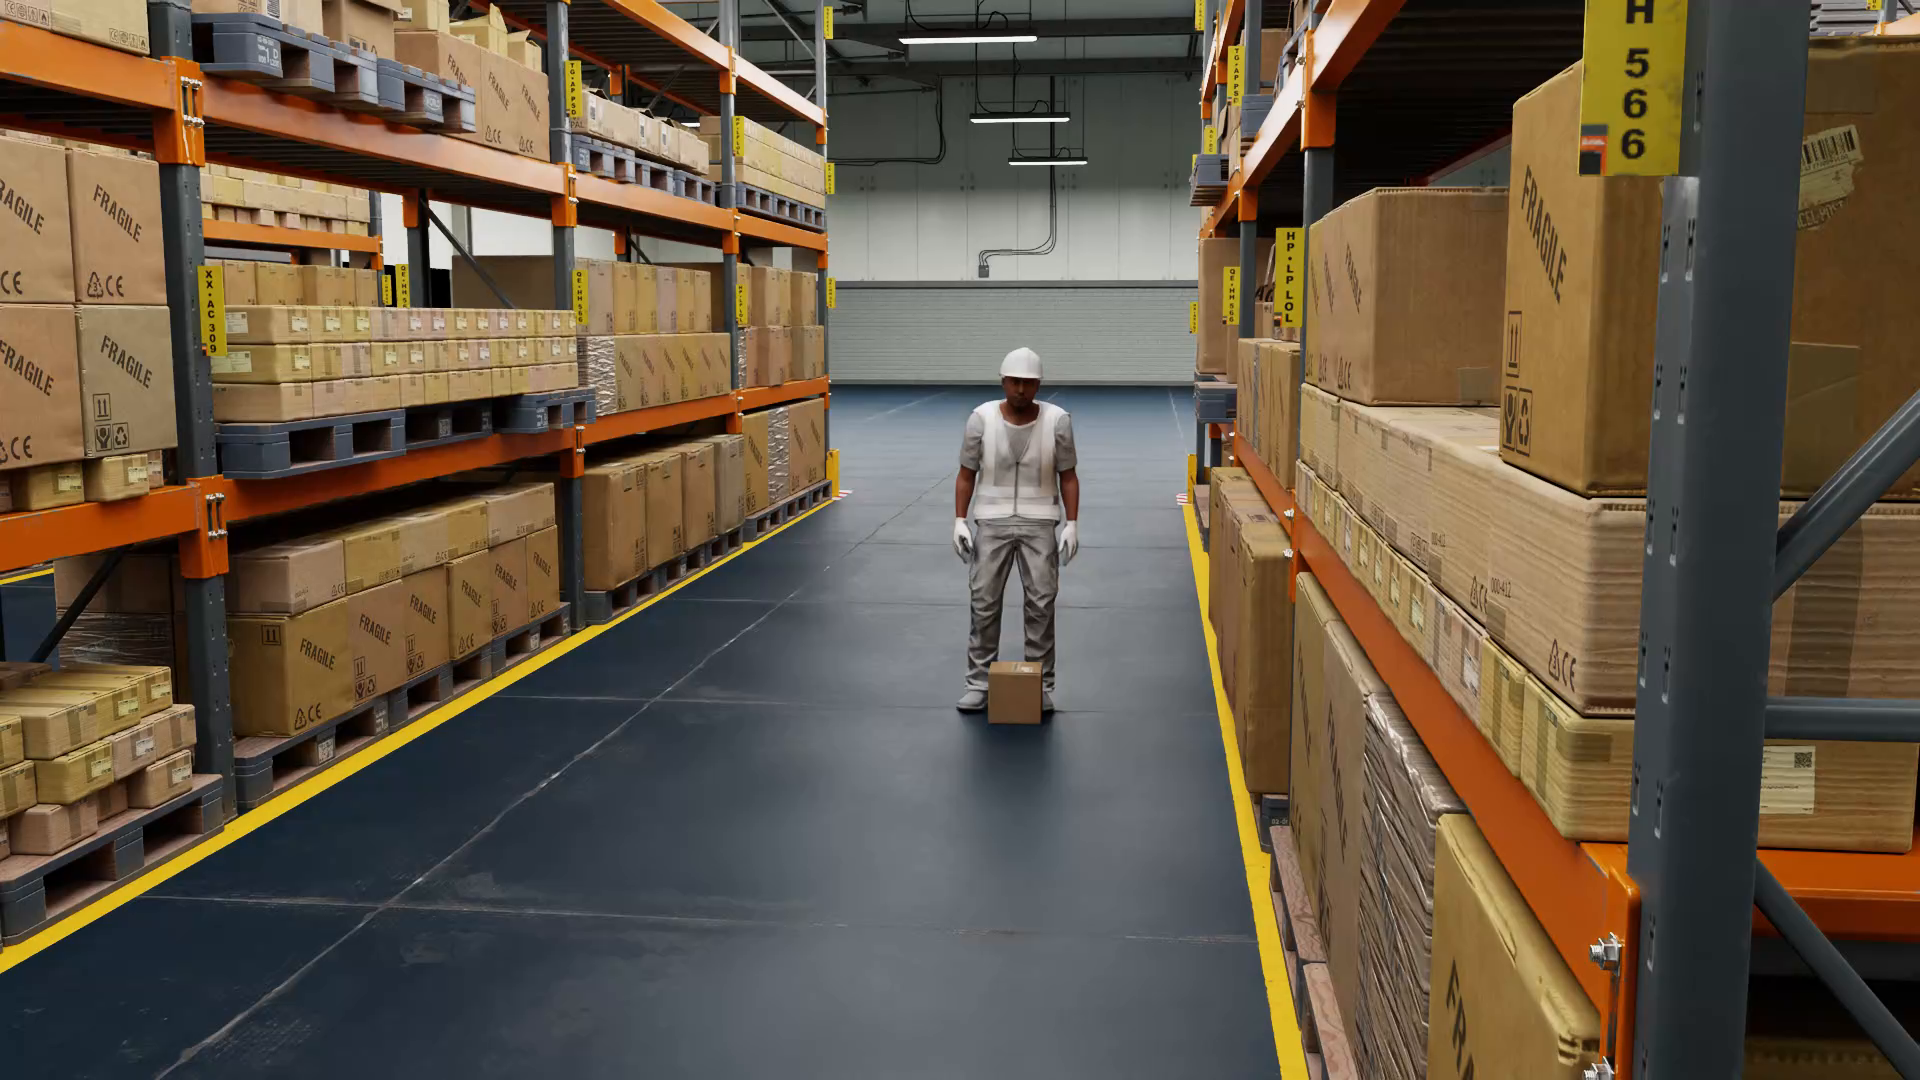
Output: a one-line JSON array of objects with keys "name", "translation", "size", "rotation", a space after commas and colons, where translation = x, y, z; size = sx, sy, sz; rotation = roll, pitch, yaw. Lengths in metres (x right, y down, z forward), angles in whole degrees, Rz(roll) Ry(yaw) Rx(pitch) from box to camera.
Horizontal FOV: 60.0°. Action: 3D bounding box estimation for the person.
[{"name": "person", "translation": [0.274, -0.049, 8.128], "size": [0.616, 1.772, 0.452], "rotation": [0, 8, 4]}]
